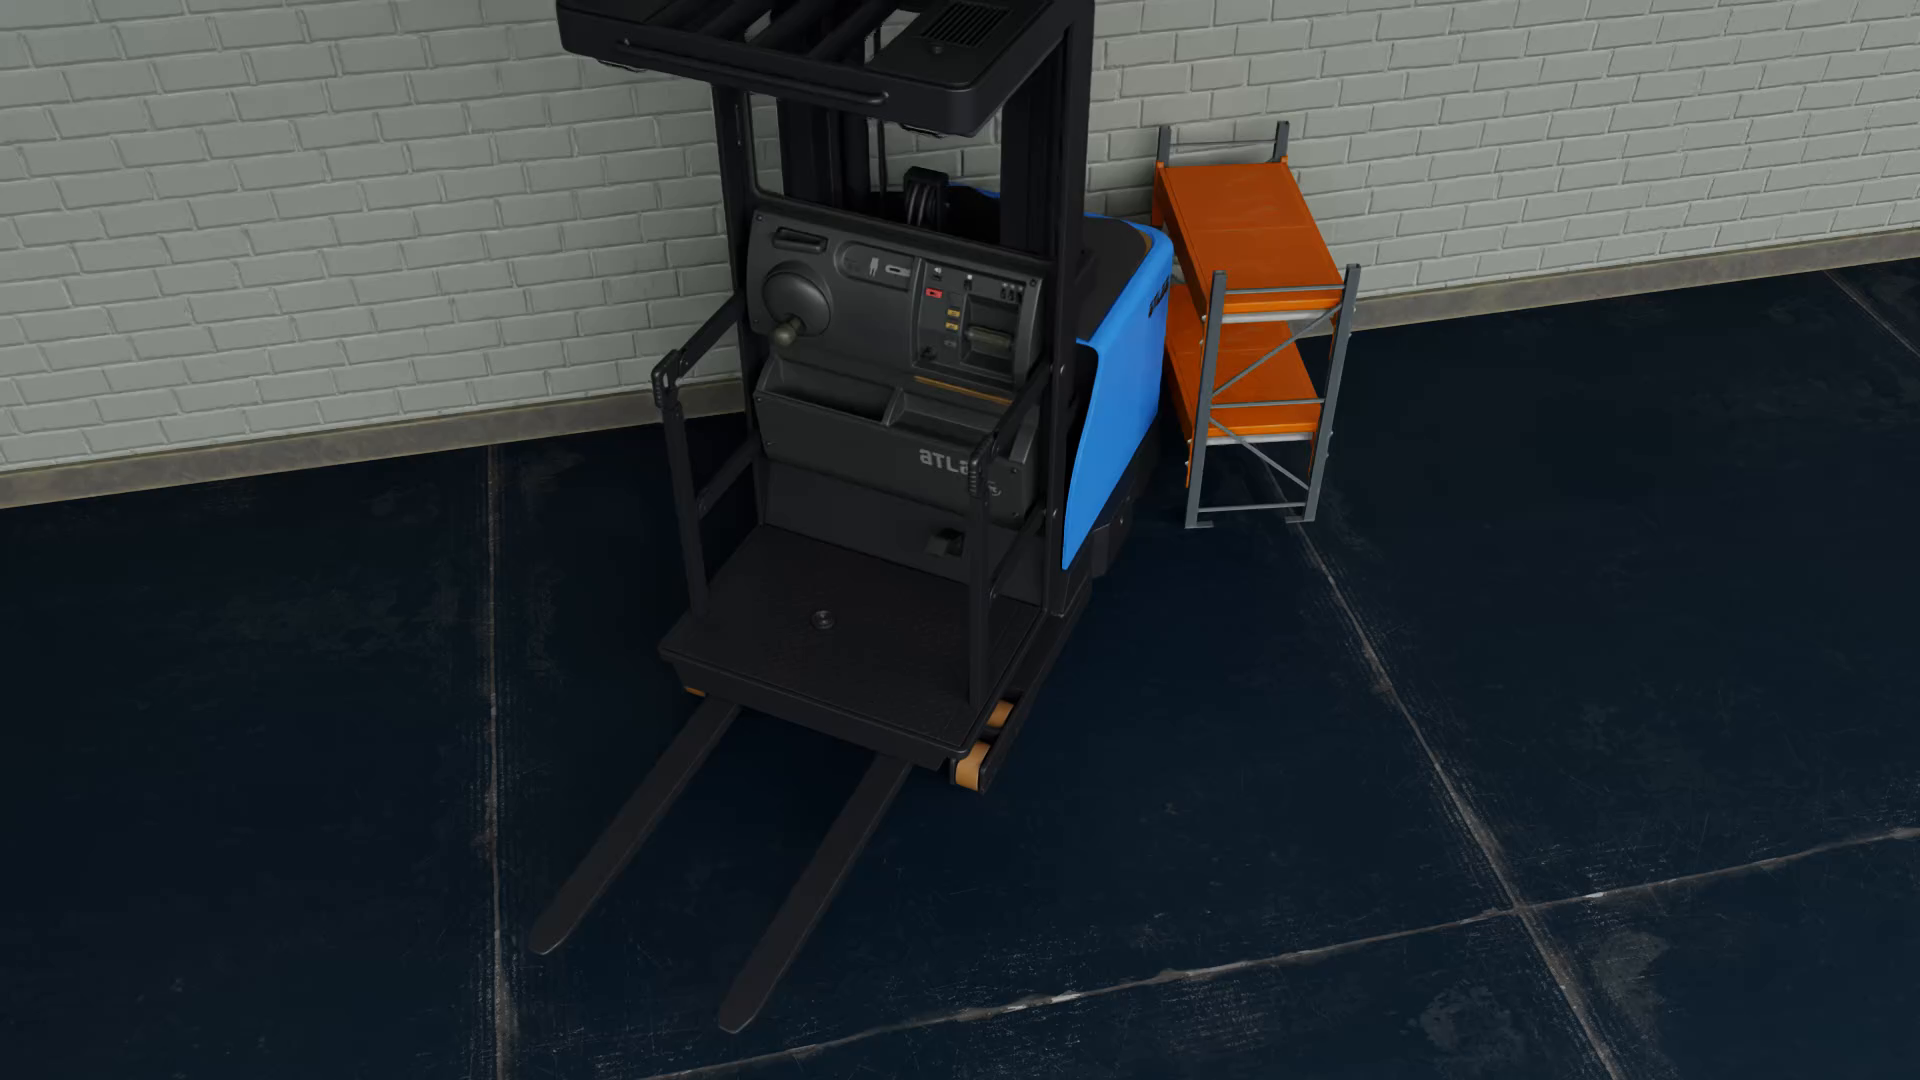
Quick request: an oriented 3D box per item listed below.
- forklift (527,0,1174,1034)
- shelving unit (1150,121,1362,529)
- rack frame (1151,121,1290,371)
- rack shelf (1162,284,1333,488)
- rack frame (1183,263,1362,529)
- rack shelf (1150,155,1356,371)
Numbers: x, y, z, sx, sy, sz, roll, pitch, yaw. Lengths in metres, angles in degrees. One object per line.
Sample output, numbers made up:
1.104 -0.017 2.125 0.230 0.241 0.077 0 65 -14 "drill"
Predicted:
-0.290 -0.622 4.742 1.130 2.935 3.031 16 44 18 "forklift"
1.054 -0.824 6.330 0.538 1.125 1.048 -3 42 -4 "shelving unit"
1.009 -1.160 6.709 0.500 1.125 0.032 -3 42 -4 "rack frame"
1.054 -0.641 6.493 0.538 0.278 1.000 -3 42 -4 "rack shelf"
1.099 -0.487 5.952 0.500 1.125 0.032 -3 42 -4 "rack frame"
1.054 -1.042 6.136 0.538 0.278 1.000 -3 42 -4 "rack shelf"
